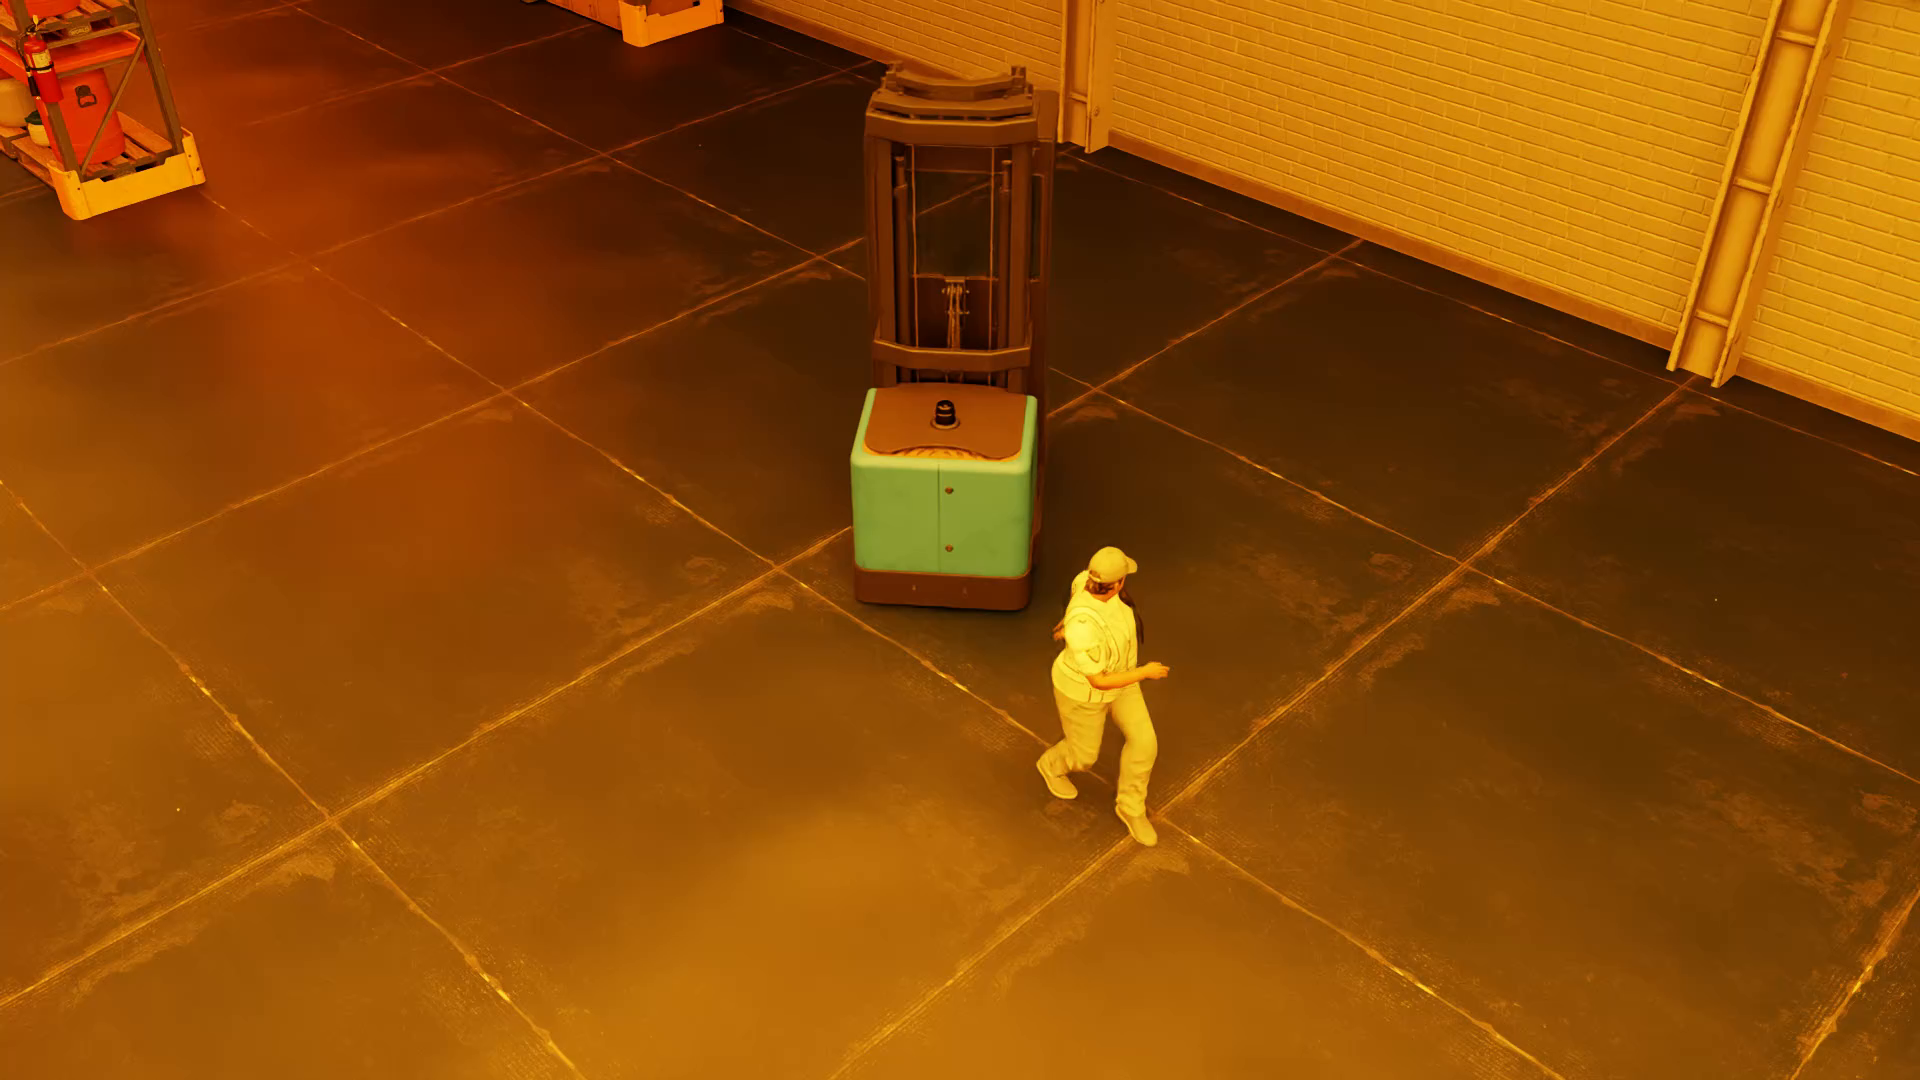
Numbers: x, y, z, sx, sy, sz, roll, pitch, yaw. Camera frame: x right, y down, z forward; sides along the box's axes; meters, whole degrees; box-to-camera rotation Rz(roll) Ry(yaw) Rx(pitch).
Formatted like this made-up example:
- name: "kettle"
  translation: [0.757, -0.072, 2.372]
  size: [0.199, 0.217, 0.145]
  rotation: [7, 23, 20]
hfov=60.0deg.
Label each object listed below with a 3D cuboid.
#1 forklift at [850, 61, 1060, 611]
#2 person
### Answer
- name: "forklift"
  translation: [0.017, -1.620, 10.233]
  size: [1.130, 2.935, 3.031]
  rotation: [3, 36, 4]
- name: "person"
  translation: [0.688, 0.721, 8.196]
  size: [0.890, 1.617, 0.514]
  rotation: [30, 45, 34]
